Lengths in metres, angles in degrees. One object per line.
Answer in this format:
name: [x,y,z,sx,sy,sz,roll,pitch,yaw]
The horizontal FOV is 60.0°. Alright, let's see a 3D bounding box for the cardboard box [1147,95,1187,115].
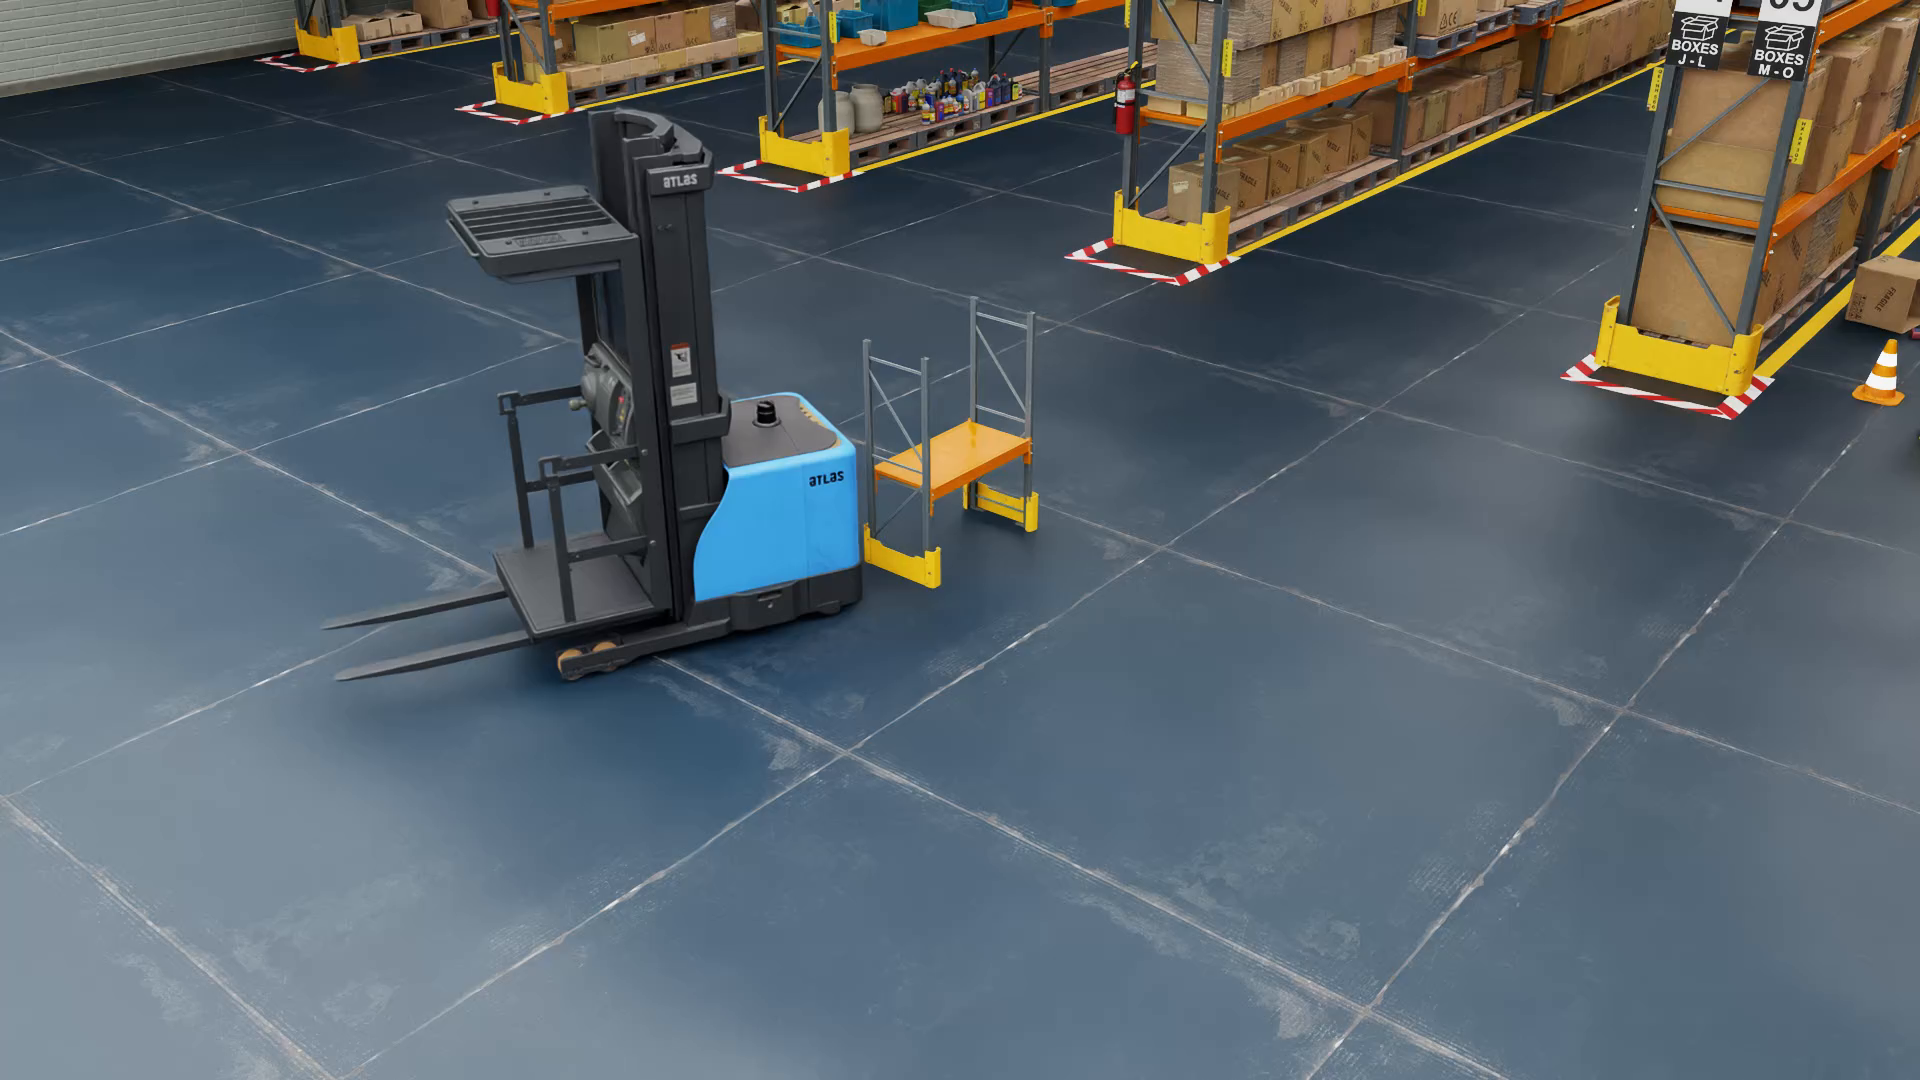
cardboard box: [2.038,-4.223,16.055,0.380,0.149,0.250,21,34,34]

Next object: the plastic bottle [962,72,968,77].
plastic bottle: [0.013,-5.918,21.542,0.152,0.276,0.135,22,35,36]

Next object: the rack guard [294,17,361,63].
rack guard: [-9.402,-7.433,24.707,1.175,0.500,0.348,21,34,34]

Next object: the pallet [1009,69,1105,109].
pallet: [1.208,-6.091,22.426,1.003,0.211,1.213,21,34,34]

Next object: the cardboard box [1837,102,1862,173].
cardboard box: [7.072,-3.463,14.148,0.875,0.550,0.500,21,34,34]

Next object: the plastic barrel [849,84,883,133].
plastic barrel: [-1.127,-5.136,19.796,0.421,0.512,0.421,0,27,0]

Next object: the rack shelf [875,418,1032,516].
rack shelf: [-0.054,-0.476,10.561,0.538,0.185,1.000,21,34,34]

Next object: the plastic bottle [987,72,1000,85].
plastic bottle: [0.440,-5.788,21.209,0.144,0.351,0.185,21,34,34]

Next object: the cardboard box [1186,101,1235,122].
cardboard box: [2.382,-4.093,15.803,0.380,0.149,0.250,21,34,34]

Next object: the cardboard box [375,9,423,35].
cardboard box: [-8.578,-7.939,25.411,0.500,0.311,0.500,24,36,38]

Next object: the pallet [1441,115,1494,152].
pallet: [5.830,-5.064,20.442,1.003,0.211,1.213,21,34,34]

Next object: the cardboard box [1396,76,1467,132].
cardboard box: [5.641,-5.250,20.008,0.700,0.500,0.500,18,32,30]

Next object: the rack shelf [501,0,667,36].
rack shelf: [-4.353,-7.460,22.820,1.077,0.370,4.000,21,34,34]

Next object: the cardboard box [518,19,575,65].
cardboard box: [-5.514,-6.646,22.183,0.500,0.500,0.500,21,34,34]

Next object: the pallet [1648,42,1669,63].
pallet: [10.193,-7.436,25.027,1.003,0.211,1.213,21,34,34]

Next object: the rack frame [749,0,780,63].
rack frame: [-3.081,-8.488,24.026,1.000,3.000,0.127,21,34,34]

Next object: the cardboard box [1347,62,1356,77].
cardboard box: [3.945,-4.990,17.536,0.380,0.149,0.250,21,34,34]

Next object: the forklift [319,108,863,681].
forklift: [-2.144,-0.792,9.222,3.031,2.935,1.130,-13,30,-23]

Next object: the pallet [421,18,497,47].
pallet: [-8.082,-8.013,26.142,1.003,0.211,1.213,21,34,34]

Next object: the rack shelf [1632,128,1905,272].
rack shelf: [7.051,-3.078,14.350,1.077,0.370,4.000,21,34,34]

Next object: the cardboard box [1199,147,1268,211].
cardboard box: [2.780,-3.688,17.011,0.500,0.500,0.500,-18,32,-31]

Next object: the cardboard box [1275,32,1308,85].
cardboard box: [2.964,-4.914,16.684,0.875,0.500,0.500,21,34,34]

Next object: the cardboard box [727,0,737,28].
cardboard box: [-3.618,-7.714,24.248,0.500,0.500,0.500,21,34,34]

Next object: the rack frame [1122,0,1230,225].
rack frame: [2.016,-4.174,15.685,1.000,3.000,0.127,21,34,34]

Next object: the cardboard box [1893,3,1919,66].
cardboard box: [8.635,-4.773,15.646,0.700,0.500,0.500,20,33,34]

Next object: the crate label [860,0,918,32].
crate label: [-0.844,-6.369,19.889,0.502,0.435,0.616,21,34,34]

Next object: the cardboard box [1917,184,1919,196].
cardboard box: [9.858,-4.211,17.749,1.050,0.750,0.750,21,34,35]

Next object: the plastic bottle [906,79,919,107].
plastic bottle: [-0.604,-5.610,20.865,0.144,0.351,0.185,22,35,36]

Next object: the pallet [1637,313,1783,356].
pallet: [6.228,-1.756,14.047,1.003,0.211,1.213,21,34,34]

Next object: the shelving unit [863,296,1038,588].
shelving unit: [-0.048,-0.639,10.485,0.587,1.500,1.083,21,34,34]

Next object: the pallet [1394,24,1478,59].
pallet: [5.159,-5.735,18.912,1.003,0.211,1.213,21,34,34]

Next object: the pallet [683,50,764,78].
pallet: [-3.619,-6.980,24.145,1.003,0.211,1.213,21,34,34]

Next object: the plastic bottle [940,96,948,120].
plastic bottle: [-0.194,-5.278,20.310,0.097,0.271,0.097,0,27,0]

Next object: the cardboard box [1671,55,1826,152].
cardboard box: [6.045,-3.355,12.764,0.875,0.550,0.550,21,34,34]

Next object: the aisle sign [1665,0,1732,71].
aisle sign: [5.503,-3.905,12.337,0.394,0.787,0.004,21,34,34]

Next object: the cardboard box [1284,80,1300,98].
cardboard box: [3.171,-4.539,16.664,0.380,0.149,0.250,21,34,34]

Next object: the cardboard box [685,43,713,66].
cardboard box: [-3.840,-6.869,23.432,0.500,0.250,0.500,21,34,34]

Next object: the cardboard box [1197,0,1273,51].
cardboard box: [2.576,-4.910,15.587,0.500,0.500,0.500,21,34,34]

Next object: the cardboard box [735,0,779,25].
cardboard box: [-3.045,-7.930,24.872,0.500,0.311,0.500,21,34,34]

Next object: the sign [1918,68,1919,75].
sign: [8.753,-4.364,15.026,0.100,0.325,0.005,21,34,34]

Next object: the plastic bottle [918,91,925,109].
plastic bottle: [-0.483,-5.524,20.861,0.097,0.201,0.097,0,27,0]

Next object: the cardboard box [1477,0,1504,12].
cardboard box: [6.253,-6.467,19.807,0.396,0.266,0.258,20,33,33]

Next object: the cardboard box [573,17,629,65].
cardboard box: [-4.796,-6.671,22.233,0.500,0.500,0.500,21,34,34]

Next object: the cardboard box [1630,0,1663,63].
cardboard box: [9.257,-7.438,23.851,1.225,0.875,0.875,21,34,35]

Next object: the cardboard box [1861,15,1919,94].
cardboard box: [7.802,-4.303,14.596,0.875,0.550,0.550,21,34,34]

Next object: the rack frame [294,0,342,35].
rack frame: [-9.450,-8.517,24.080,1.000,3.000,0.127,21,34,34]

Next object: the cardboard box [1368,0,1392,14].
cardboard box: [4.170,-5.795,17.298,0.500,0.500,0.500,21,34,34]

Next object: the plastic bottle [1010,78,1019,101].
plastic bottle: [0.687,-5.761,21.232,0.061,0.283,0.133,23,35,37]

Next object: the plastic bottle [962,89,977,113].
plastic bottle: [0.118,-5.473,20.683,0.152,0.276,0.135,21,34,35]

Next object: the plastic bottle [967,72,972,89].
plastic bottle: [0.096,-5.890,21.480,0.061,0.283,0.133,21,34,34]
